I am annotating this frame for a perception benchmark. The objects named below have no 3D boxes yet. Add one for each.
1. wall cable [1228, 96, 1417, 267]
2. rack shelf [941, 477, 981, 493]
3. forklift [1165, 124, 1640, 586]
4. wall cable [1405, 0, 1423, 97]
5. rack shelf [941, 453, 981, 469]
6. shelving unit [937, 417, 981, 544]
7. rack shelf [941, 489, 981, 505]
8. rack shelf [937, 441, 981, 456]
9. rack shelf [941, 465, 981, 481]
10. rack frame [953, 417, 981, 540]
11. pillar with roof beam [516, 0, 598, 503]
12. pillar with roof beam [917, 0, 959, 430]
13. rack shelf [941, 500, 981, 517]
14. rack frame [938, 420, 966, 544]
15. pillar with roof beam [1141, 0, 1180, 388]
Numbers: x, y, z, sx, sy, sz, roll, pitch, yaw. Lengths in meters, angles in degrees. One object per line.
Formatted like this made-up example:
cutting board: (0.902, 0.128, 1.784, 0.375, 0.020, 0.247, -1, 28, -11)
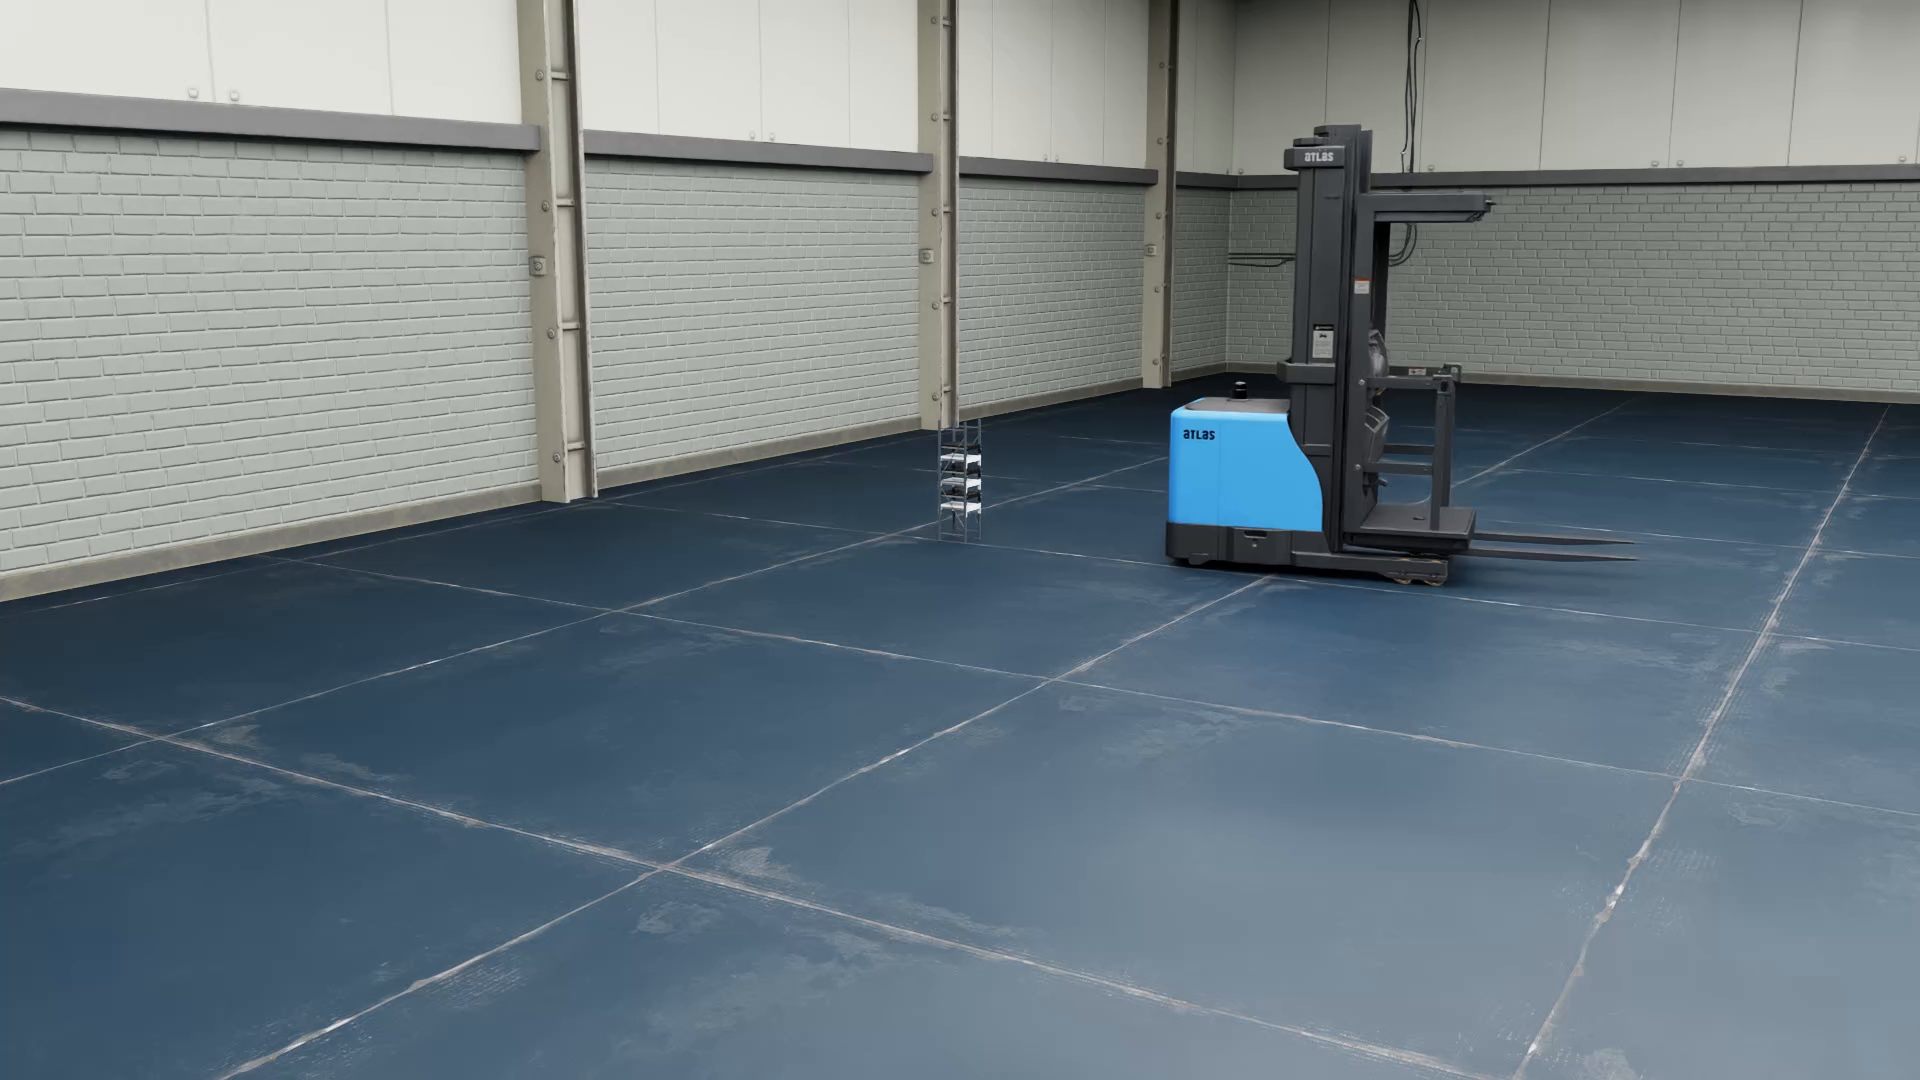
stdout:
wall cable: (5.532, -5.479, 25.620, 3.097, 2.526, 0.112, 6, 12, 31)
rack shelf: (-0.004, -0.408, 12.285, 0.258, 0.077, 0.200, 6, 12, 31)
forklift: (2.985, -1.252, 11.093, 3.031, 2.935, 1.130, 4, 11, 19)
wall cable: (7.844, -7.703, 23.775, 3.097, 2.526, 0.112, 6, 12, 31)
rack shelf: (-0.004, -0.585, 12.252, 0.258, 0.077, 0.200, 6, 12, 31)
shelving unit: (-0.004, -0.441, 12.279, 0.258, 0.900, 0.210, 6, 12, 31)
rack shelf: (-0.004, -0.320, 12.302, 0.258, 0.077, 0.200, 6, 12, 31)
rack shelf: (-0.004, -0.674, 12.236, 0.258, 0.077, 0.200, 6, 12, 31)
rack shelf: (-0.004, -0.497, 12.269, 0.258, 0.077, 0.200, 6, 12, 31)
rack frame: (0.049, -0.457, 12.364, 0.240, 0.900, 0.006, 6, 12, 31)
pillar with roof beam: (0.321, -4.370, 11.257, 9.100, 9.000, 0.400, 6, 12, 31)
pillar with roof beam: (3.436, -5.314, 16.297, 9.100, 9.000, 0.400, 6, 12, 31)
rack shelf: (-0.004, -0.231, 12.318, 0.258, 0.077, 0.200, 6, 12, 31)
rack frame: (-0.057, -0.425, 12.194, 0.240, 0.900, 0.006, 6, 12, 31)
pillar with roof beam: (6.552, -6.257, 21.338, 9.100, 9.000, 0.400, 6, 12, 31)
